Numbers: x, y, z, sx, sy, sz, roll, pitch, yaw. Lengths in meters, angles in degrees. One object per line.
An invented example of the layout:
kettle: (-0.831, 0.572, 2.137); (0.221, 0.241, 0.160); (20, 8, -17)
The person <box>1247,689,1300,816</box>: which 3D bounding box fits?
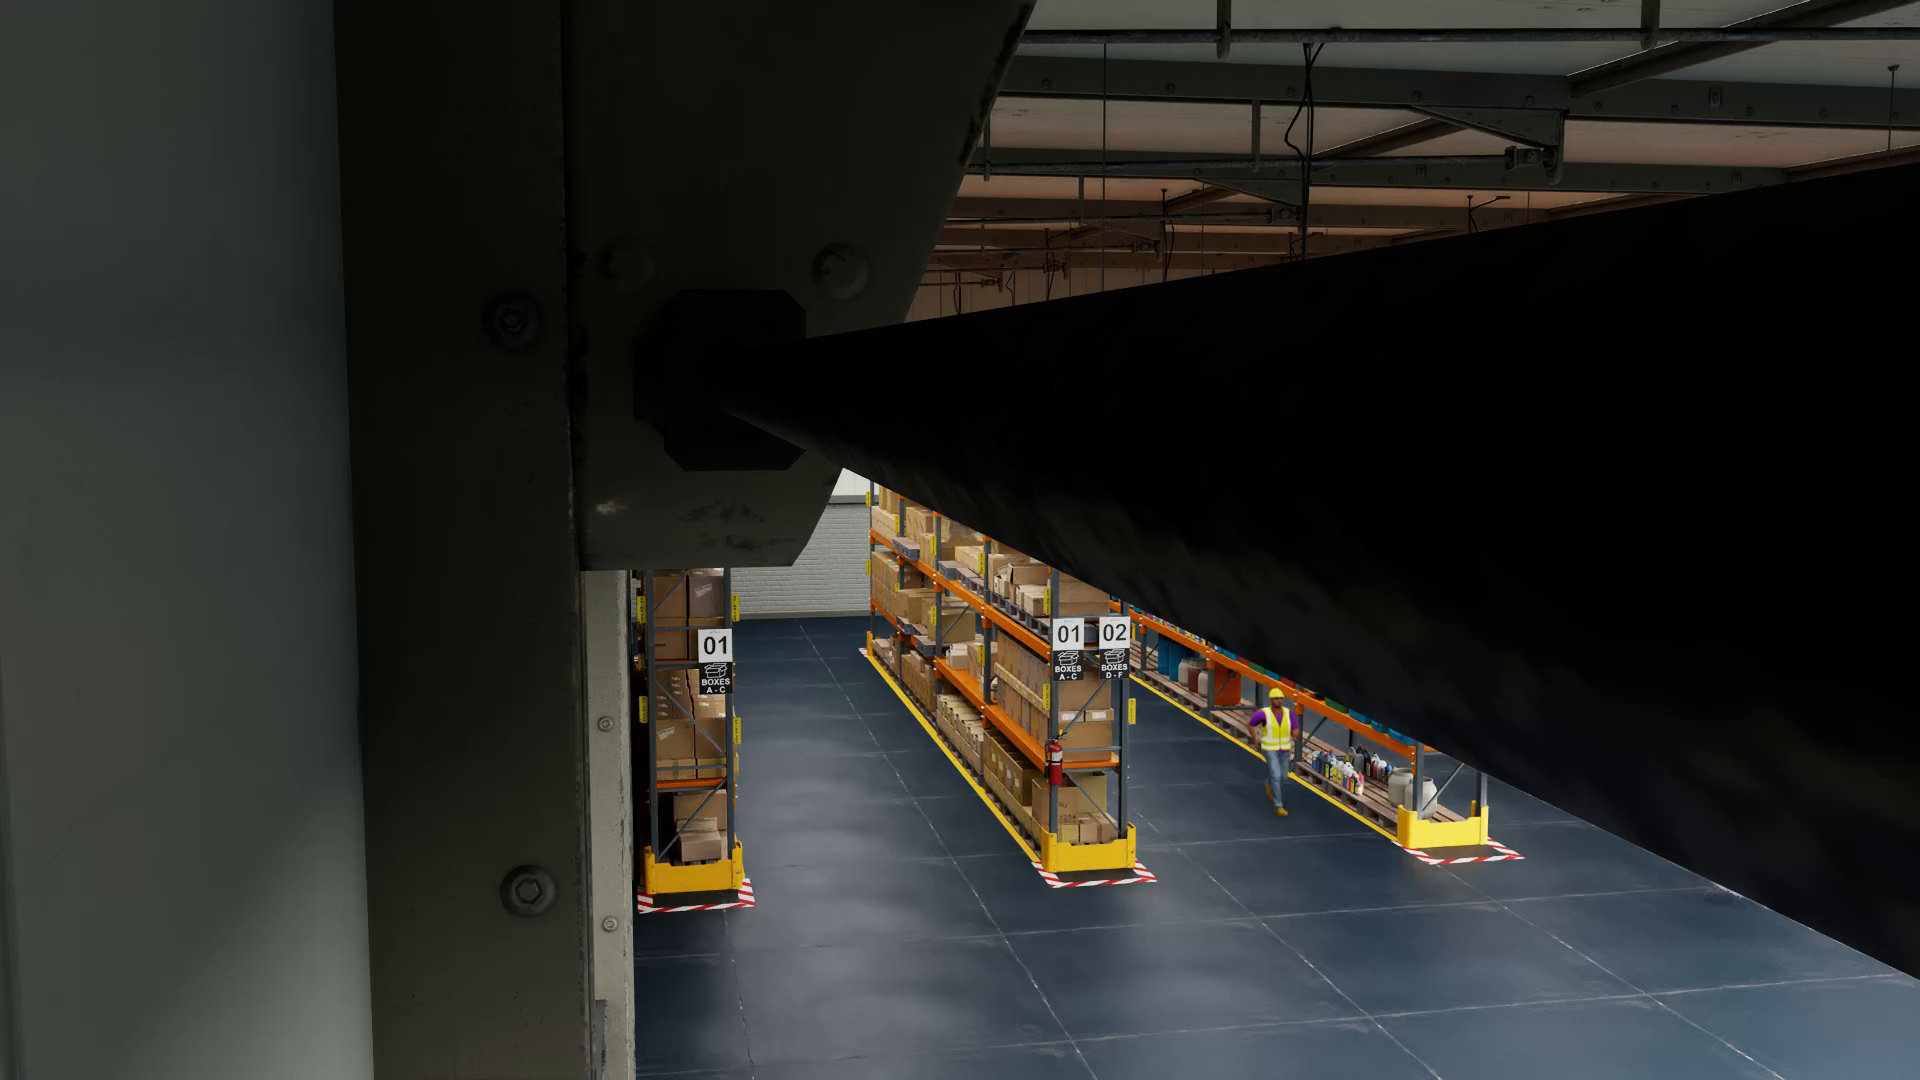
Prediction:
person: (4.492, 2.978, 23.653); (0.710, 1.747, 0.963); (-1, 6, -13)
